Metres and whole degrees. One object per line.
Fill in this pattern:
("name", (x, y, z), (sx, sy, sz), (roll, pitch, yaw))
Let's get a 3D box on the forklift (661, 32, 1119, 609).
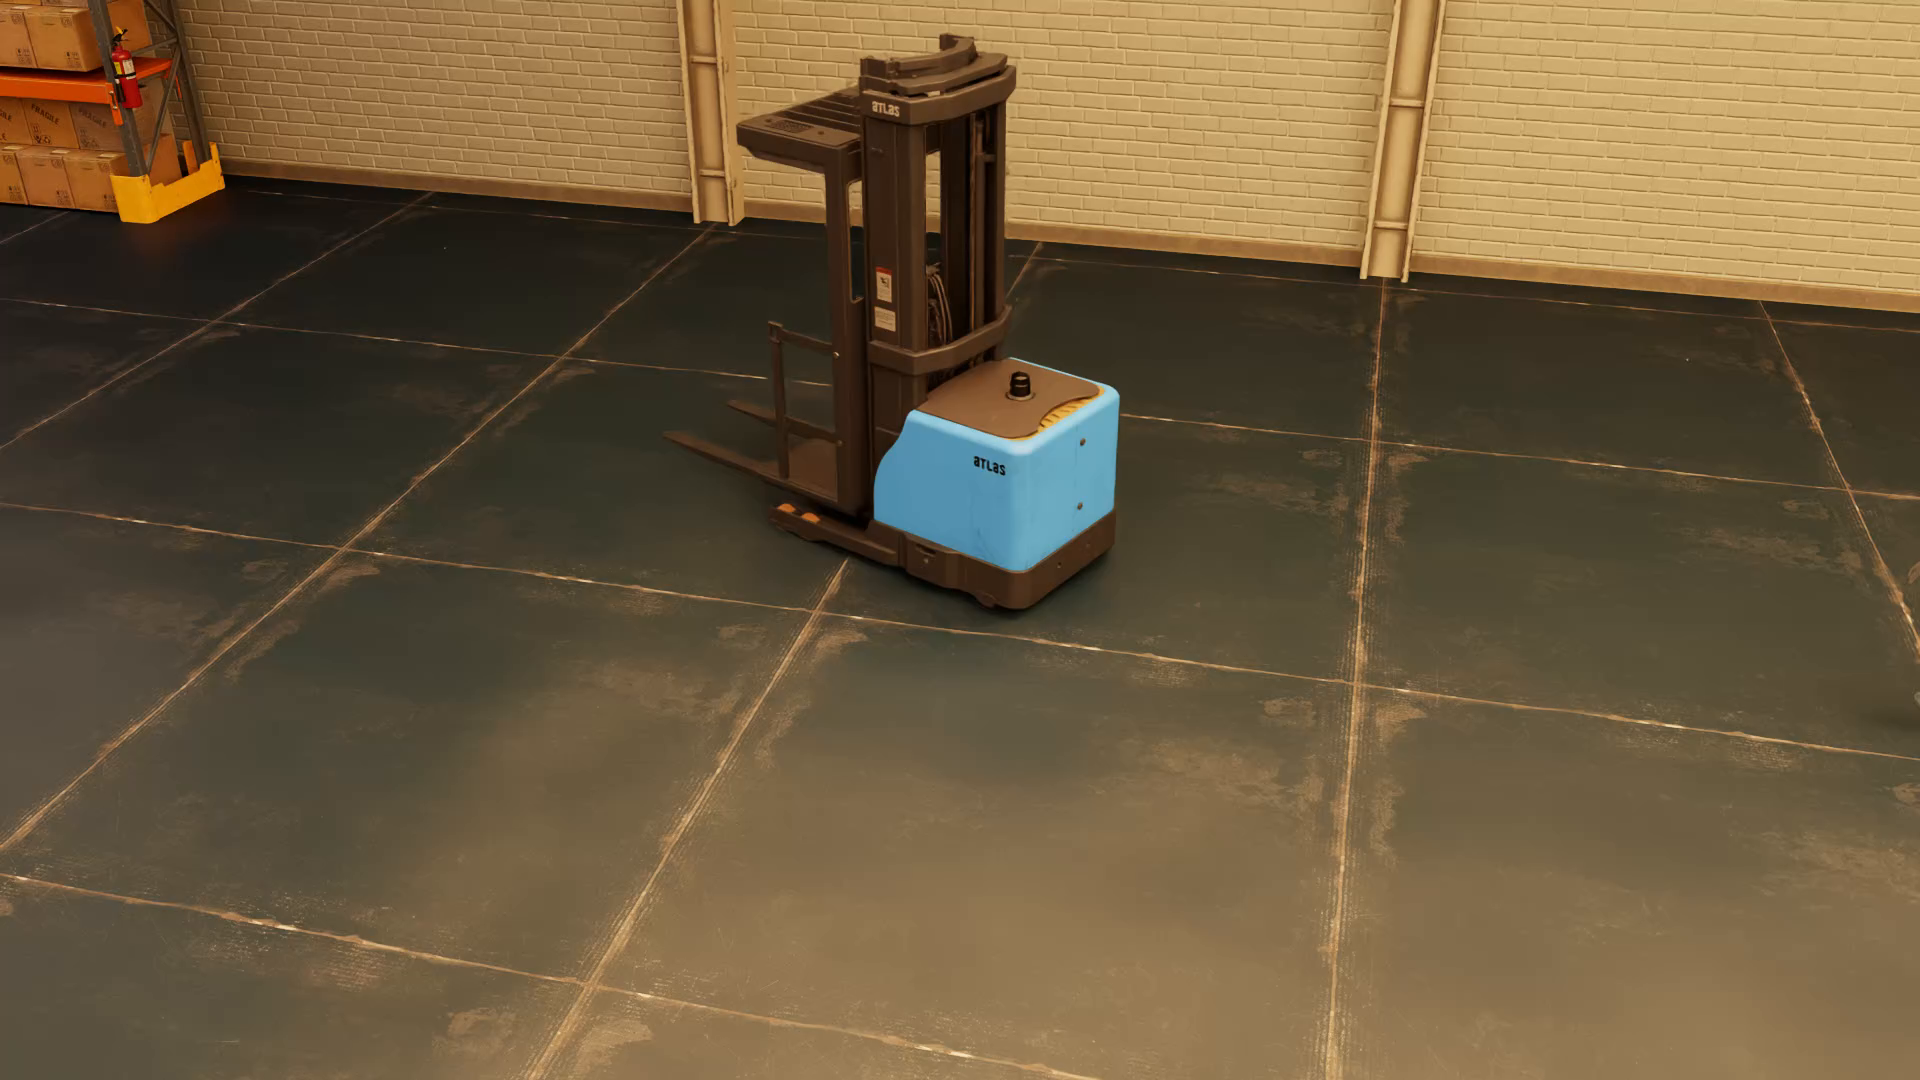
("forklift", (-0.556, -1.459, 9.745), (3.031, 2.935, 1.130), (20, 35, 32))
